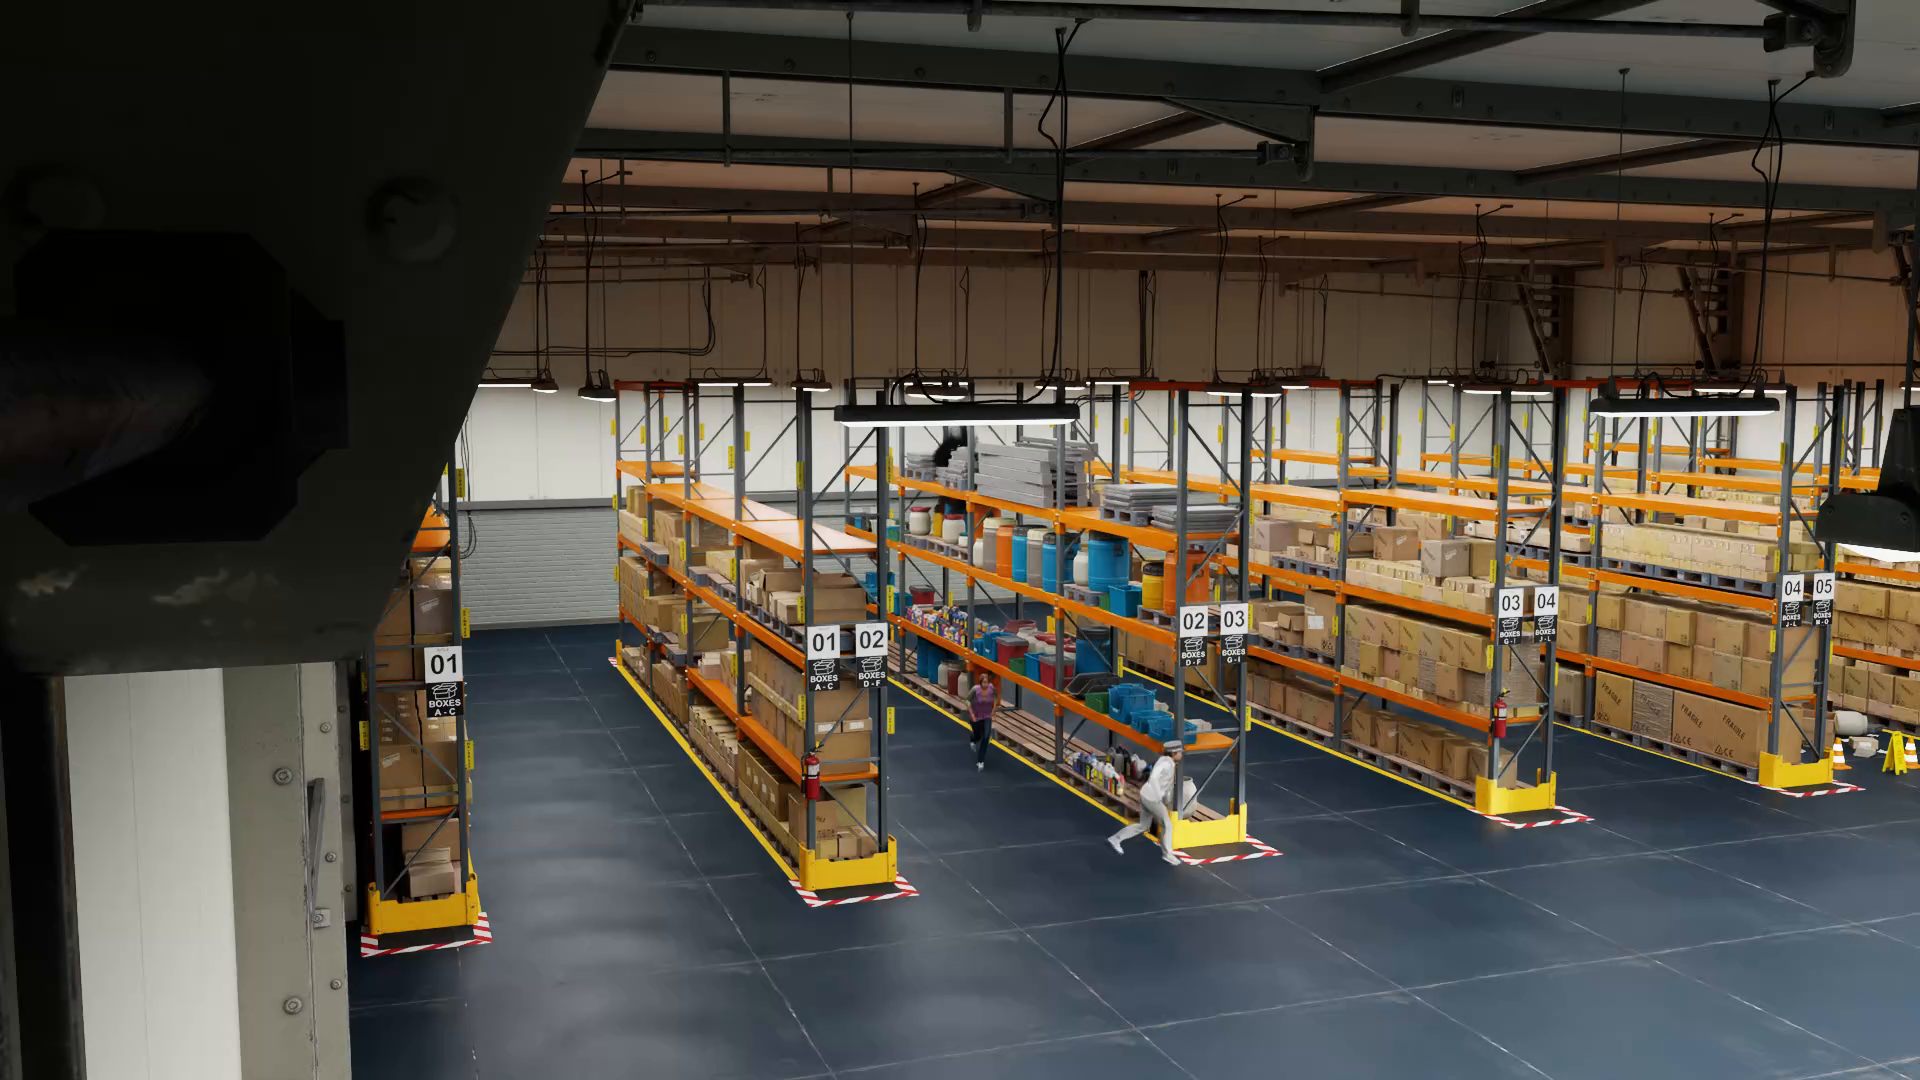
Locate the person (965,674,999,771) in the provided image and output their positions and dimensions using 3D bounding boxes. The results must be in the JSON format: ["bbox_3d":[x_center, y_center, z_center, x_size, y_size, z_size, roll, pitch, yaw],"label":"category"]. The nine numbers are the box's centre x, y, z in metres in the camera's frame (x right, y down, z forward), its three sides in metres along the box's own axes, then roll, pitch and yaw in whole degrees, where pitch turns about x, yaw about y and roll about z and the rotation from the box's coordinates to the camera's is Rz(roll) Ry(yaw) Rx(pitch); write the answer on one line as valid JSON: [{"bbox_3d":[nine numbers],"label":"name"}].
[{"bbox_3d":[0.324,2.819,26.267,0.549,1.548,0.822,-2,6,-16],"label":"person"}]

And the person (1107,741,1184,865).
[{"bbox_3d":[2.350,3.345,21.032,0.964,1.618,0.646,1,6,5],"label":"person"}]
